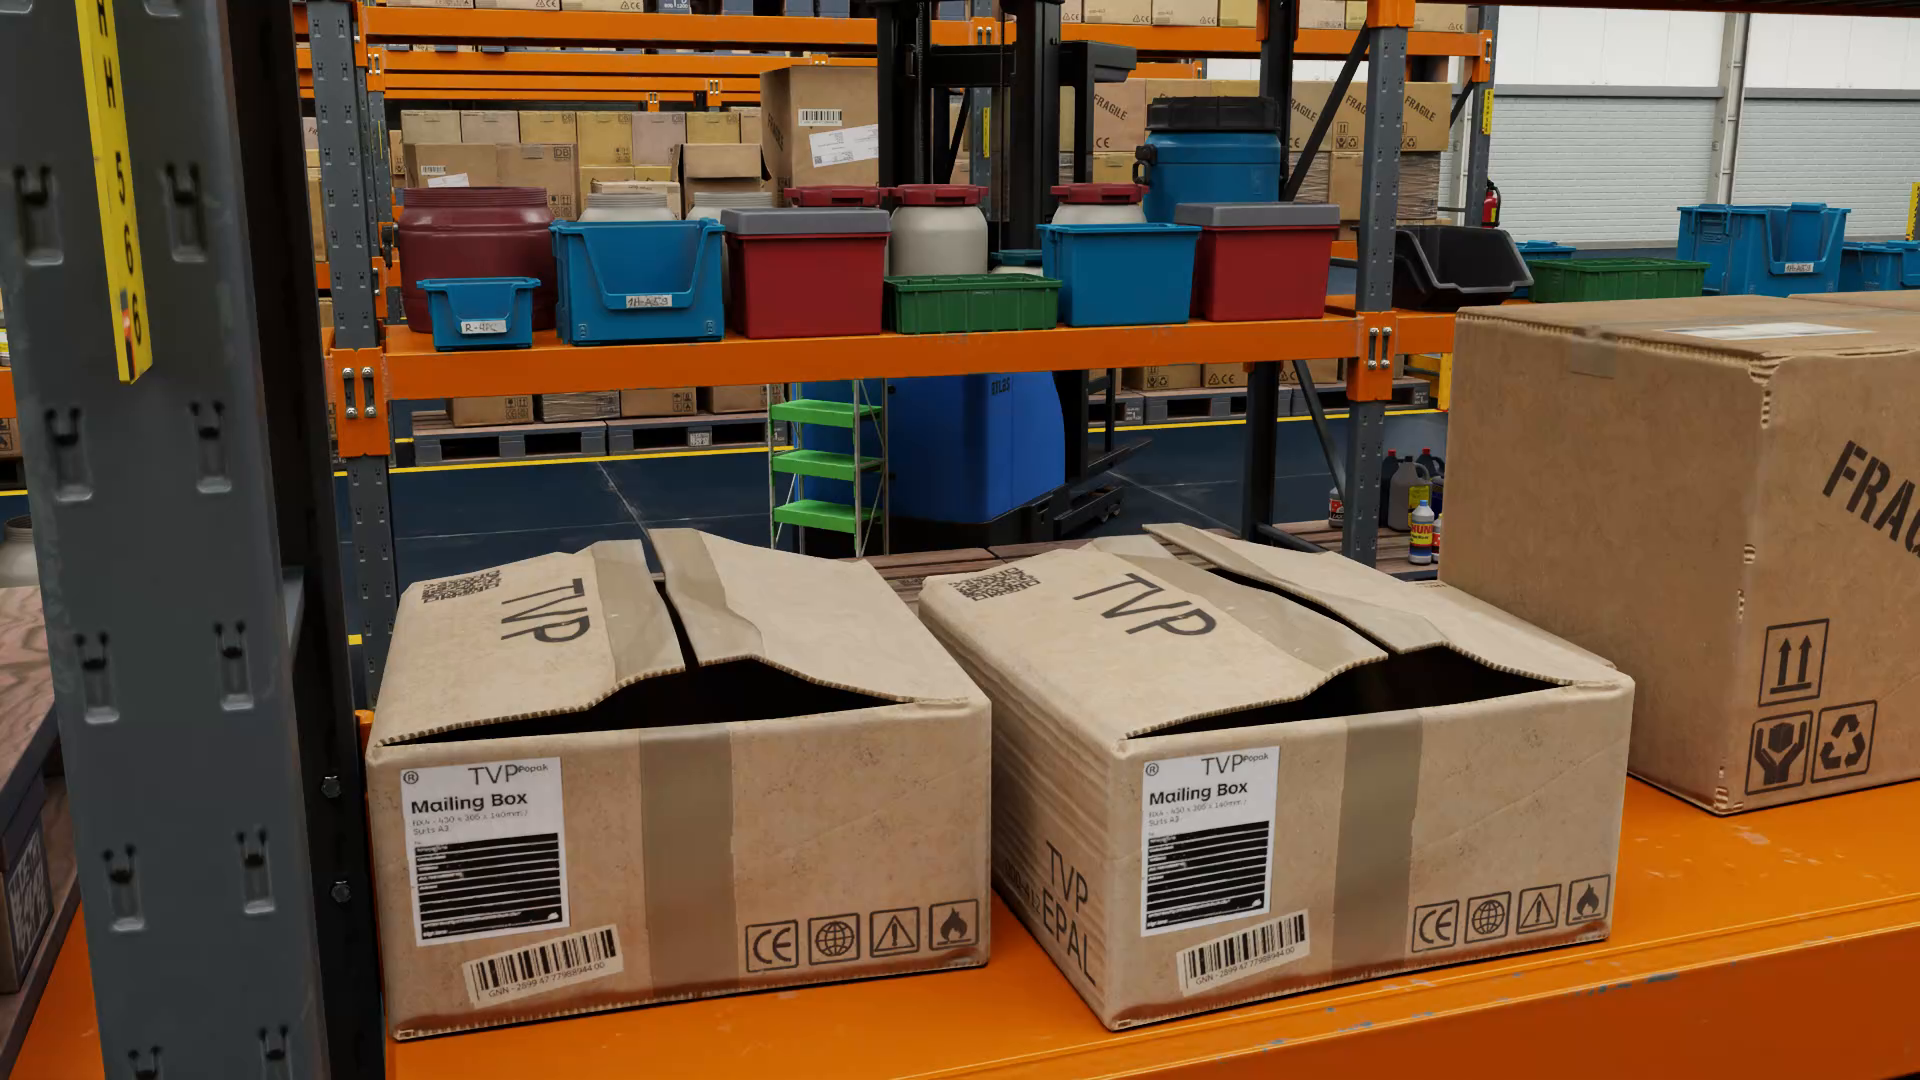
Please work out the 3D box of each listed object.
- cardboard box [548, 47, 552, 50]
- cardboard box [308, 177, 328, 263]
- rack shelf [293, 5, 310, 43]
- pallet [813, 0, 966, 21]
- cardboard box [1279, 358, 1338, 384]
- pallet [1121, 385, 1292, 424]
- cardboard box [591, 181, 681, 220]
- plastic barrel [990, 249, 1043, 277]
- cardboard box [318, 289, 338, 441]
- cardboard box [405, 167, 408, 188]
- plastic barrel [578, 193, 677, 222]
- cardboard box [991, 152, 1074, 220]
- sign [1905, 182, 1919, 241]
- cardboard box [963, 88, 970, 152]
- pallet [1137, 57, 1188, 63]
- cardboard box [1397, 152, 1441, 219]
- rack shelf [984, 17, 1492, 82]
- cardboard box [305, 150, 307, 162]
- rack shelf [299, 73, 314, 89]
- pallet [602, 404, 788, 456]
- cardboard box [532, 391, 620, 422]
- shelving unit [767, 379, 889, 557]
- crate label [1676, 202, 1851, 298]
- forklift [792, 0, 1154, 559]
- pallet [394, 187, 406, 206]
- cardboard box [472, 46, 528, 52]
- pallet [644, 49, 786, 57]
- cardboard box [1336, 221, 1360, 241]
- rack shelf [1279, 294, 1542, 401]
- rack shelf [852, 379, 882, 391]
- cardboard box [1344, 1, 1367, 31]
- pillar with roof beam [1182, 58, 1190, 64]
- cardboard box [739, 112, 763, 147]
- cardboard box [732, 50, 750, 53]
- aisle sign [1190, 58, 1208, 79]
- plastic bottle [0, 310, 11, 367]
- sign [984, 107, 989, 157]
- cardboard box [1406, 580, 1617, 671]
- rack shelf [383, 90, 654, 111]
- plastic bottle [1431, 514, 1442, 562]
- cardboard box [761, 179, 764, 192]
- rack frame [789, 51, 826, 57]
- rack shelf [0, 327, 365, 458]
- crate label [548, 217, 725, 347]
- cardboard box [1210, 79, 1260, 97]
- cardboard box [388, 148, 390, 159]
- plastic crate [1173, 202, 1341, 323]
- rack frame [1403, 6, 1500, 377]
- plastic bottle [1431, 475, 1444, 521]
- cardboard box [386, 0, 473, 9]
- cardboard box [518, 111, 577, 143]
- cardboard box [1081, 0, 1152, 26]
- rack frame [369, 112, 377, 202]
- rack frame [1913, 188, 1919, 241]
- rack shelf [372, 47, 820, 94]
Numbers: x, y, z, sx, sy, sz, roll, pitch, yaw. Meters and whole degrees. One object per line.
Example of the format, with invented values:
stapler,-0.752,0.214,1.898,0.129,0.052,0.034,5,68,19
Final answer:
cardboard box,-4.794,-6.041,20.494,0.500,0.250,0.500,-5,14,-19
cardboard box,-4.181,-1.975,10.247,0.500,0.500,0.500,-4,14,-16
rack shelf,-5.688,-2.979,9.755,4.000,0.370,1.077,-4,14,-18
pallet,-0.621,-3.658,11.462,1.003,0.211,1.213,-4,14,-18
cardboard box,2.637,-1.501,12.967,0.500,0.500,0.500,-1,13,-3
pallet,1.782,-1.104,12.827,1.213,0.211,1.003,-4,14,-18
cardboard box,-2.131,-2.221,10.916,0.500,0.250,0.500,-5,14,-20
plastic barrel,0.275,-1.094,7.061,0.301,0.262,0.301,0,13,0
cardboard box,-4.453,-1.141,10.642,0.875,0.875,1.225,-5,14,-21
cardboard box,-4.767,-3.135,15.123,0.500,0.500,0.500,-4,14,-17
plastic barrel,-1.306,-1.108,6.576,0.421,0.512,0.421,0,13,0
cardboard box,0.445,-2.525,11.917,0.500,0.500,0.875,-4,14,-18
sign,5.198,-1.777,9.032,0.005,0.325,0.100,-4,14,-18
cardboard box,0.337,-3.085,12.113,0.500,0.500,0.500,-4,14,-18
pallet,1.604,-5.062,17.150,1.213,0.211,1.003,-4,14,-18
cardboard box,3.260,-2.766,12.931,0.500,0.500,0.875,-4,14,-18
rack shelf,1.894,-3.569,12.238,4.000,0.370,1.077,-4,14,-18
cardboard box,-5.836,-3.329,14.505,0.250,0.149,0.380,-5,14,-19
rack shelf,-8.849,-5.152,18.893,4.000,0.370,1.077,-4,14,-18
pallet,-1.897,-0.807,11.578,1.213,0.211,1.003,-4,14,-18
cardboard box,-2.642,-1.112,11.288,0.500,0.500,0.700,-6,15,-23
shelving unit,-0.605,-0.376,7.632,0.503,1.200,0.258,8,16,31
crate label,3.711,-1.343,7.731,0.616,0.435,0.502,-4,14,-18
forklift,0.263,-1.557,8.856,1.130,2.935,3.031,6,15,24
pallet,-6.312,-4.173,20.119,1.003,0.211,1.213,-4,14,-18
cardboard box,-5.517,-5.819,19.918,0.637,0.503,0.797,-4,14,-18
pallet,-2.341,-4.695,15.831,1.217,0.209,0.805,-5,14,-20
cardboard box,2.886,-2.356,12.607,0.250,0.149,0.380,-4,14,-18
rack shelf,3.474,-1.023,8.018,4.000,0.370,1.077,-4,14,-18
rack shelf,-0.605,-0.781,7.535,0.480,0.148,0.258,8,16,31
cardboard box,2.941,-3.865,12.251,0.500,0.250,0.500,-4,14,-18
pillar with roof beam,5.155,-8.433,24.648,0.400,9.000,9.100,-4,14,-18
cardboard box,-1.956,-3.904,16.199,0.500,0.500,0.700,-5,14,-19
cardboard box,-2.658,-5.989,20.538,0.500,0.250,0.500,-5,14,-19
aisle sign,2.466,-4.907,17.171,0.004,0.787,0.394,-4,14,-18
plastic bottle,-3.071,-0.667,5.396,0.097,0.201,0.097,0,13,0
sign,0.179,-2.754,11.236,0.005,0.325,0.100,-4,14,-18
cardboard box,0.554,0.172,1.981,0.250,0.149,0.380,-3,14,-14
rack shelf,-6.644,-6.536,24.710,4.000,0.370,1.077,-4,14,-18
plastic bottle,2.116,-0.013,7.313,0.097,0.201,0.097,0,13,0
cardboard box,-1.897,-3.359,16.066,0.500,0.500,0.500,-5,14,-18
rack frame,-1.488,-3.407,16.486,0.127,3.000,1.000,-4,14,-18
rack shelf,-4.108,-0.433,5.536,4.000,0.370,1.077,-4,14,-18
crate label,-1.185,-0.962,6.128,0.616,0.435,0.502,-4,14,-18
cardboard box,1.924,-3.083,12.101,0.500,0.500,0.500,-4,14,-18
cardboard box,-8.144,-5.602,24.094,0.250,0.149,0.380,-4,14,-16
plastic crate,1.217,-1.154,6.874,0.583,0.464,0.402,-4,14,-18
rack frame,3.790,-2.607,13.122,0.127,3.000,1.000,-4,14,-18
plastic bottle,2.350,-0.209,7.975,0.135,0.276,0.152,-4,14,-18
cardboard box,-3.266,-3.382,10.221,0.500,0.250,0.500,-4,14,-17
cardboard box,-3.886,-3.754,15.567,0.500,0.500,0.700,-5,14,-19
cardboard box,1.007,-3.716,11.623,0.500,0.250,0.500,-5,14,-19
rack frame,-6.953,-4.190,19.777,0.127,3.000,1.000,-4,14,-18
rack frame,5.369,-1.521,8.555,0.127,3.000,1.000,-4,14,-18
rack shelf,-3.383,-4.369,15.601,4.000,0.370,1.077,-4,14,-18
